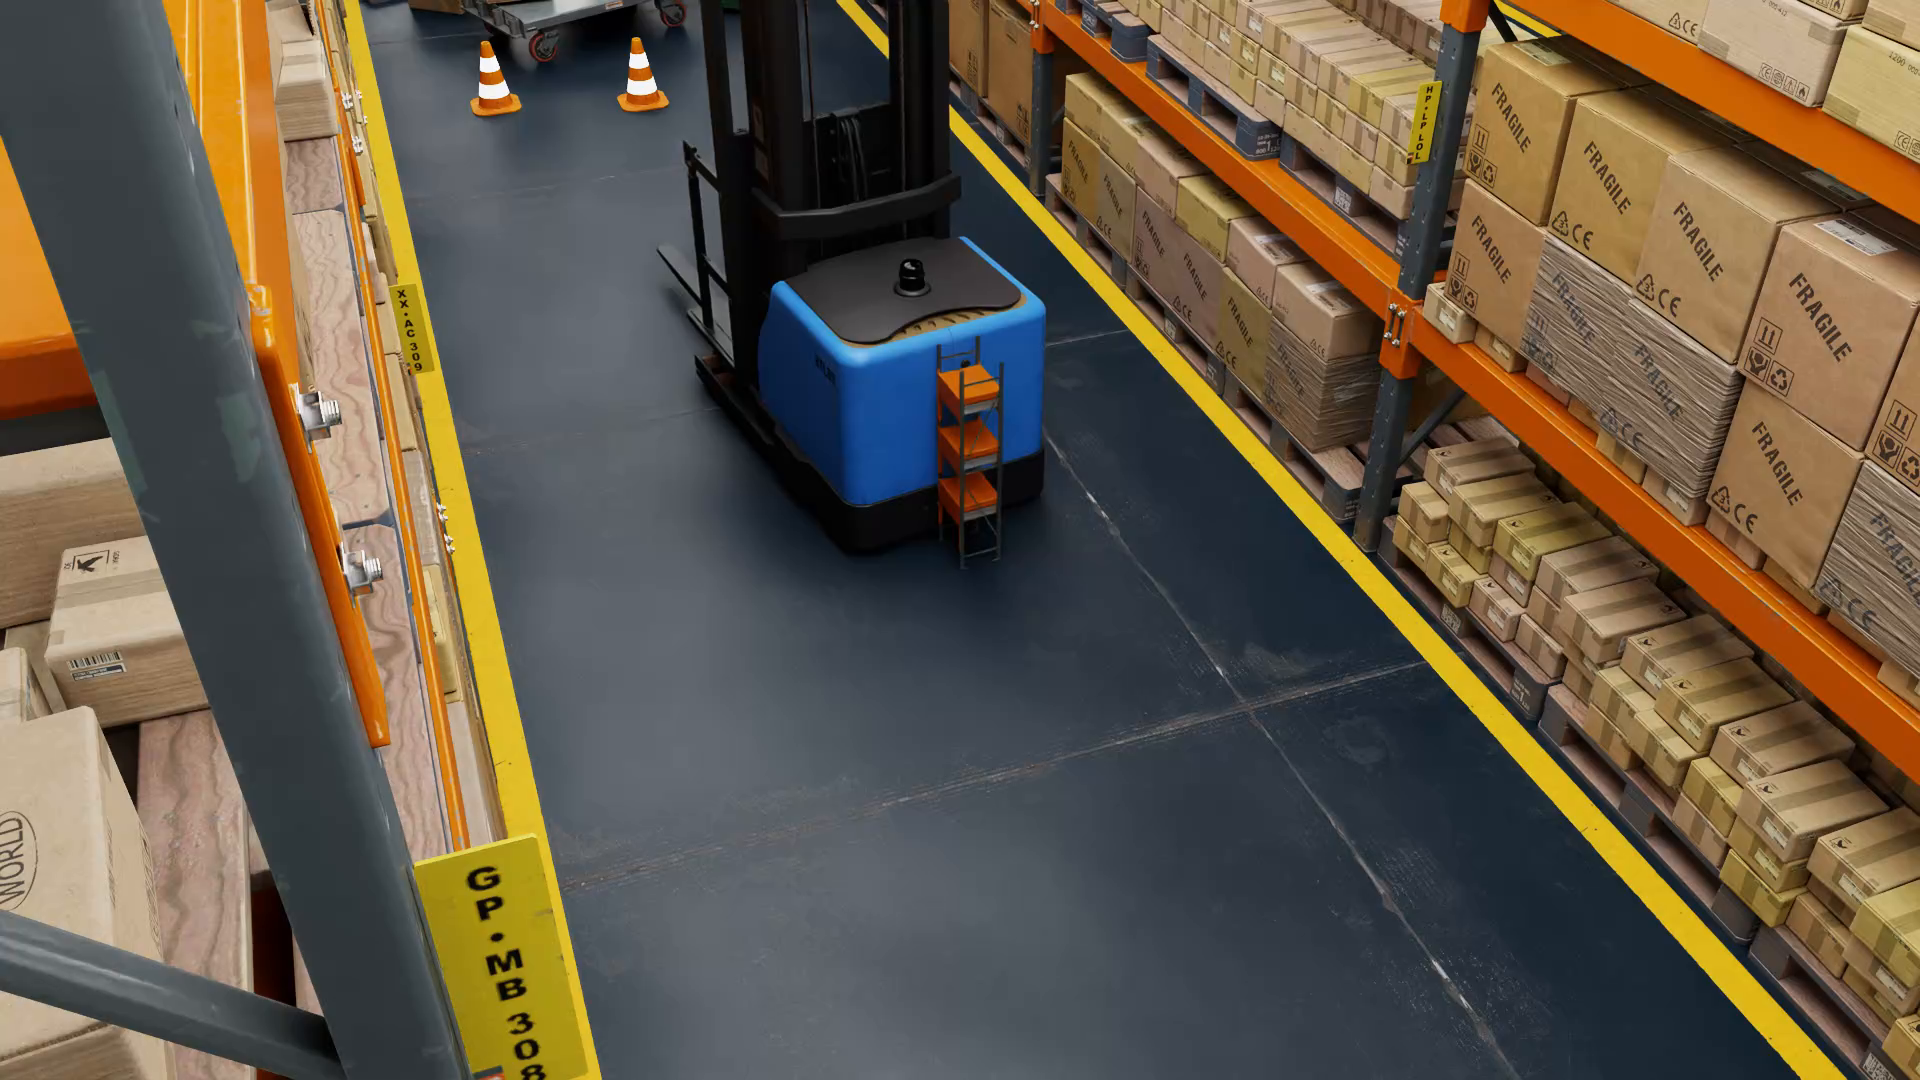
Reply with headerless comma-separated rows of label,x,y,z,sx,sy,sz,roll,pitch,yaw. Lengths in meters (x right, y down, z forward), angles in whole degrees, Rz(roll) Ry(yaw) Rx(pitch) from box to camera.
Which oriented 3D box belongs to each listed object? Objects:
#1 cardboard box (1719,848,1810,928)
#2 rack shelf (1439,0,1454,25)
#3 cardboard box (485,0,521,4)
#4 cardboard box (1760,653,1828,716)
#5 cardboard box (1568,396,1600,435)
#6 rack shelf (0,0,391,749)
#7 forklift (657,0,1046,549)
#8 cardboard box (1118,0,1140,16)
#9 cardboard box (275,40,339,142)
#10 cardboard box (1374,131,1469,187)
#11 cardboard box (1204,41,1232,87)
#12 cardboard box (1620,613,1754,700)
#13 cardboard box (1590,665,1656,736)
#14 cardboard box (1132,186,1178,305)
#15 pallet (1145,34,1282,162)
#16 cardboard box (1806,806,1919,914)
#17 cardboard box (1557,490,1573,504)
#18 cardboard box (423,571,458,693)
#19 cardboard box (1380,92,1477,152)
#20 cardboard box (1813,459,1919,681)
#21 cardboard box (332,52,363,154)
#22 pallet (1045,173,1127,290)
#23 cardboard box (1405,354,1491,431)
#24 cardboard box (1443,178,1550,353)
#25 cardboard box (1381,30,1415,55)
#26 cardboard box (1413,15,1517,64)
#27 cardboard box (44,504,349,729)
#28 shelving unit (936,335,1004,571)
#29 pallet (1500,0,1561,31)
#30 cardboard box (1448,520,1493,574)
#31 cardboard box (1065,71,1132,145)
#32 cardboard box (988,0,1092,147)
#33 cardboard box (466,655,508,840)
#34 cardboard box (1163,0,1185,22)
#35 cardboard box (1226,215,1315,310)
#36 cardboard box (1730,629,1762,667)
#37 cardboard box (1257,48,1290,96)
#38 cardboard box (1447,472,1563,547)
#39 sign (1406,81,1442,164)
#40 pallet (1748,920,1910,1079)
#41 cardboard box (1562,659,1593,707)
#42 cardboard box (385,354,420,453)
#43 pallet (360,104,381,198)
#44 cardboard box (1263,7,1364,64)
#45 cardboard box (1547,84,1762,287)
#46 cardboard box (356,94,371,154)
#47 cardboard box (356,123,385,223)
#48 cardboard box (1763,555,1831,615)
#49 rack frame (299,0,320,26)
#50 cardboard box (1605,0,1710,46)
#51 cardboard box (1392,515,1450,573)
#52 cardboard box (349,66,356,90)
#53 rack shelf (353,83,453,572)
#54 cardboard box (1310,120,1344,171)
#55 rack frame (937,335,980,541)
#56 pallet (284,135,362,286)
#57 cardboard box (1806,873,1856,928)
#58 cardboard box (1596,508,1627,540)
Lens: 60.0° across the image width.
cardboard box,2.877,1.150,5.751,0.380,0.149,0.250,-14,39,-18
rack shelf,1.627,-3.308,7.753,1.077,0.370,4.000,-12,39,-16
cardboard box,-3.390,-4.394,12.539,0.500,0.500,0.500,-12,39,-16
cardboard box,3.182,0.498,6.122,0.380,0.149,0.250,-12,39,-16
cardboard box,2.493,-0.514,6.149,0.380,0.149,0.250,-14,39,-18
rack shelf,-1.610,-1.005,2.535,1.077,0.370,4.000,-12,39,-16
forklift,-0.744,-1.999,7.968,1.130,2.935,3.031,-18,41,-22
cardboard box,1.089,-2.996,9.094,0.380,0.149,0.250,-11,38,-14
cardboard box,-1.687,-1.047,3.931,0.380,0.149,0.250,-12,38,-15
cardboard box,1.993,-1.638,7.043,0.380,0.149,0.250,-11,38,-15
cardboard box,1.449,-2.404,8.308,0.380,0.149,0.250,-14,39,-17
cardboard box,2.705,0.444,6.193,0.380,0.149,0.250,-14,39,-18
cardboard box,2.618,0.579,6.261,0.380,0.149,0.250,-13,39,-16
cardboard box,1.300,-1.672,9.205,0.500,0.500,0.500,-13,39,-17
pallet,1.658,-2.341,8.524,1.003,0.211,1.213,-12,39,-16
cardboard box,3.001,1.046,5.395,0.380,0.149,0.250,-14,39,-18
cardboard box,2.827,-0.153,7.233,0.380,0.149,0.250,-14,39,-18
cardboard box,-1.278,0.233,3.494,0.380,0.149,0.250,-13,39,-17
cardboard box,1.994,-1.759,6.957,0.380,0.149,0.250,-11,38,-14
cardboard box,2.939,0.056,4.852,0.500,0.500,0.500,-12,39,-16
cardboard box,-2.551,-1.498,6.332,0.500,0.500,0.500,-13,39,-17
pallet,1.206,-1.972,10.192,1.003,0.211,1.213,-12,39,-16
cardboard box,2.310,-0.909,8.192,0.500,0.500,0.500,-11,38,-14
cardboard box,2.249,-1.094,6.379,0.500,0.500,0.500,-13,39,-17
cardboard box,2.246,-2.362,8.005,0.380,0.149,0.250,-11,38,-14
cardboard box,2.340,-2.333,7.720,0.380,0.149,0.250,-13,39,-17
cardboard box,-1.080,0.106,2.399,0.380,0.149,0.250,-11,38,-14
shelving unit,0.043,-0.373,7.372,0.215,1.050,0.252,-15,39,-19
pallet,4.947,-4.513,13.566,1.003,0.211,1.213,-12,39,-16
cardboard box,2.311,-0.020,7.056,0.380,0.149,0.250,-12,39,-16
cardboard box,0.949,-2.556,9.756,0.500,0.250,0.500,-14,39,-18
cardboard box,0.813,-3.159,10.971,1.050,0.750,0.750,-13,39,-17
cardboard box,-1.529,0.554,4.438,0.500,0.500,0.500,-13,39,-17
cardboard box,1.279,-2.812,8.603,0.380,0.149,0.250,-12,39,-16
cardboard box,1.657,-1.398,8.218,0.500,0.250,0.500,-11,38,-14
cardboard box,3.109,0.452,6.430,0.380,0.149,0.250,-14,39,-18
cardboard box,1.632,-2.228,7.827,0.380,0.149,0.250,-14,39,-18
cardboard box,2.278,-0.129,6.954,0.380,0.149,0.250,-11,38,-14
sign,1.795,-1.613,6.436,0.100,0.325,0.005,-12,39,-16
pallet,3.419,1.597,5.455,1.003,0.211,1.213,-12,39,-16
cardboard box,2.624,0.534,6.569,0.380,0.149,0.250,-14,39,-18
cardboard box,-1.709,-0.127,4.511,0.500,0.500,0.500,-13,39,-17
pallet,-4.358,-2.461,10.842,1.003,0.211,1.213,-12,39,-16
cardboard box,1.641,-2.345,7.735,0.380,0.149,0.250,-14,39,-17
cardboard box,2.434,-1.231,5.729,0.500,0.500,0.500,-14,39,-17
cardboard box,-3.066,-1.868,7.861,0.500,0.250,0.500,-12,39,-15
cardboard box,-2.715,-1.497,6.953,0.500,0.250,0.500,-14,39,-17
cardboard box,2.847,0.074,5.367,0.380,0.149,0.250,-12,39,-15
rack frame,-2.298,-2.582,3.698,1.000,3.000,0.127,-12,39,-16
cardboard box,2.408,-1.808,5.289,0.500,0.250,0.500,-13,39,-17
cardboard box,2.139,-0.024,7.310,0.380,0.149,0.250,-14,39,-18
cardboard box,-4.377,-2.729,10.715,0.950,0.372,0.625,-11,38,-14
rack shelf,-2.986,-1.028,7.220,1.077,0.370,4.000,-12,39,-16
cardboard box,1.819,-1.806,7.514,0.380,0.149,0.250,-13,39,-16
rack frame,-0.006,-0.440,7.461,0.200,1.050,0.008,-15,39,-19
pallet,-2.026,-0.884,4.011,1.003,0.211,1.213,-12,39,-16
cardboard box,3.066,1.139,5.518,0.380,0.149,0.250,-13,39,-16
cardboard box,2.899,-0.112,6.931,0.380,0.149,0.250,-13,39,-16
